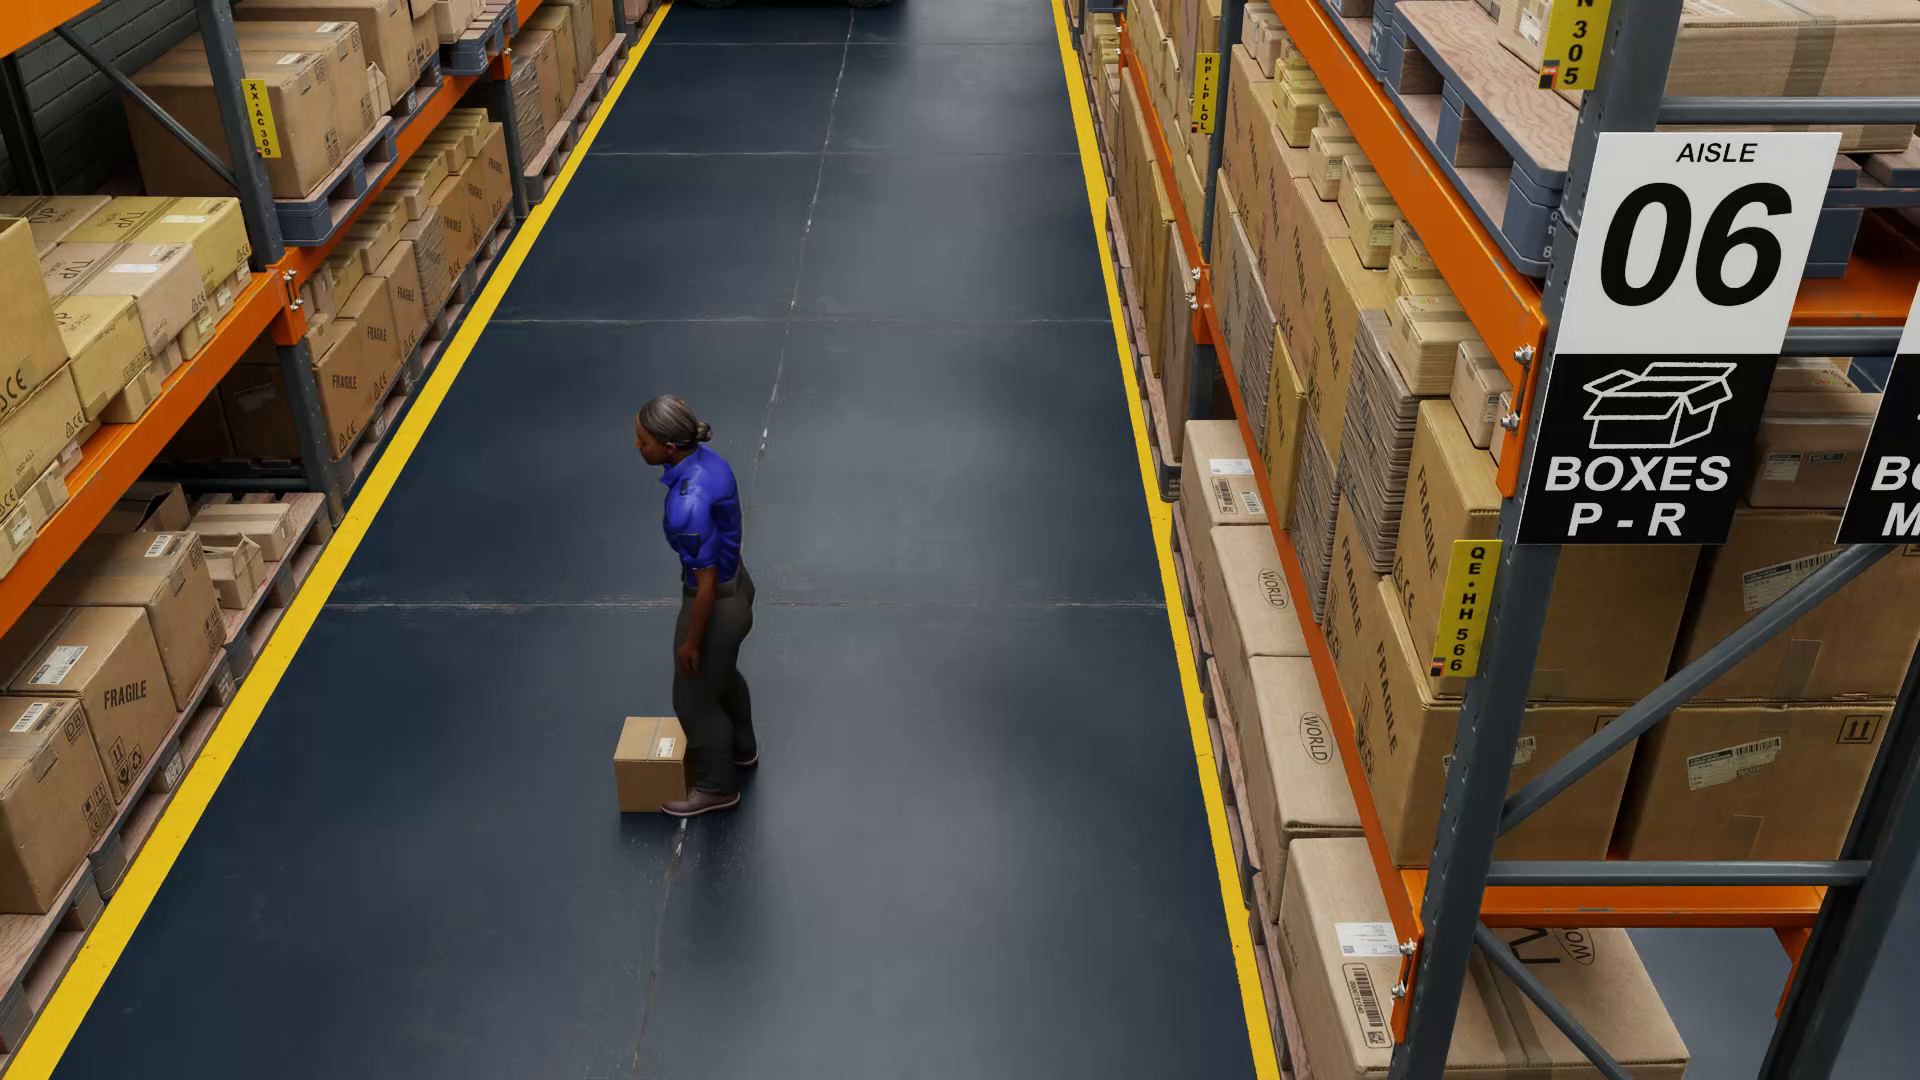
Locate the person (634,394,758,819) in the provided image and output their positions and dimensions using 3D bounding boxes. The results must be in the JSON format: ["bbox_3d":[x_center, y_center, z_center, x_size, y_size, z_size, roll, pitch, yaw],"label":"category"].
[{"bbox_3d":[-0.911,0.227,5.772,0.395,1.656,0.530,-2,32,-3],"label":"person"}]
